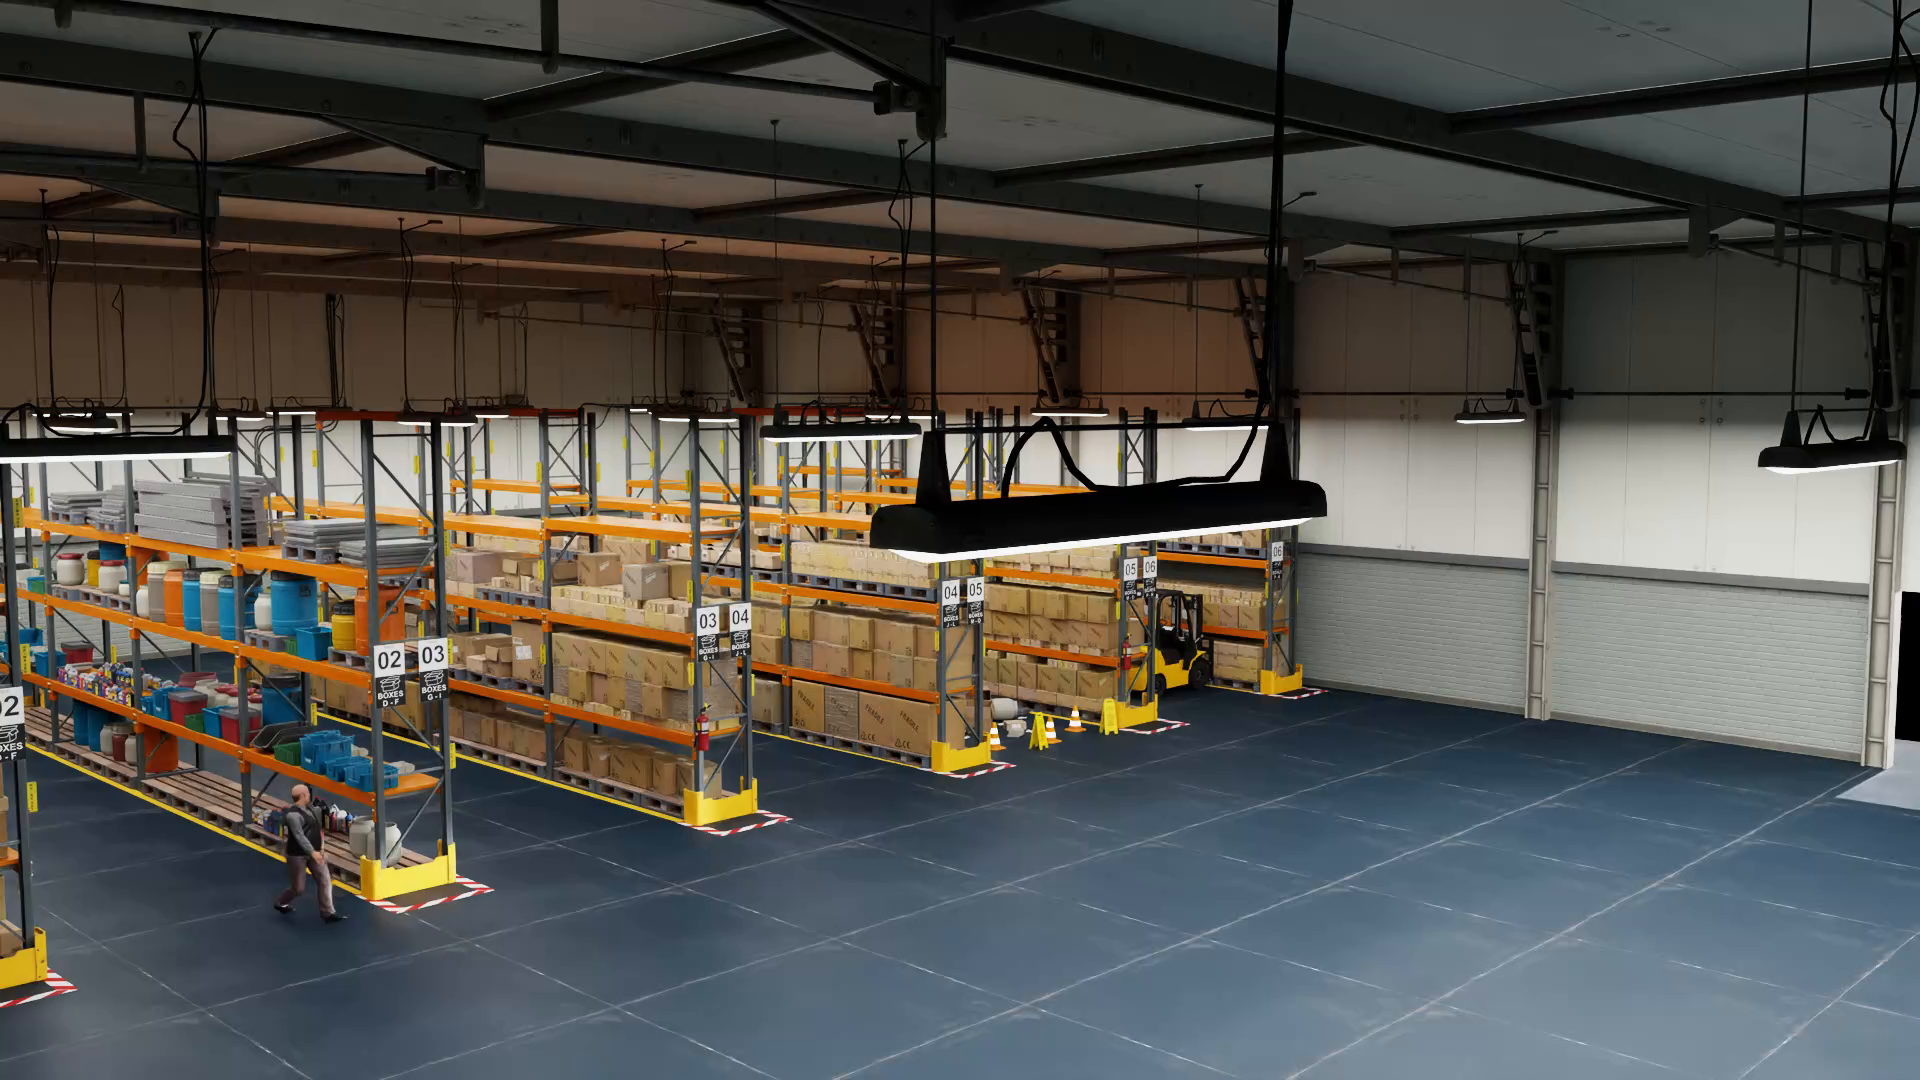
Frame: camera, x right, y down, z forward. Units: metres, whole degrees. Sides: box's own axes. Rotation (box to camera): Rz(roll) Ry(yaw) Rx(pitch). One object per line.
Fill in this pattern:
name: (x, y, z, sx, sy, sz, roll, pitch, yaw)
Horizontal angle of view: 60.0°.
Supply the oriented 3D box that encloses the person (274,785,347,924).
person: (-7.794, 3.754, 19.894, 1.016, 1.656, 0.492, 2, 6, 24)
